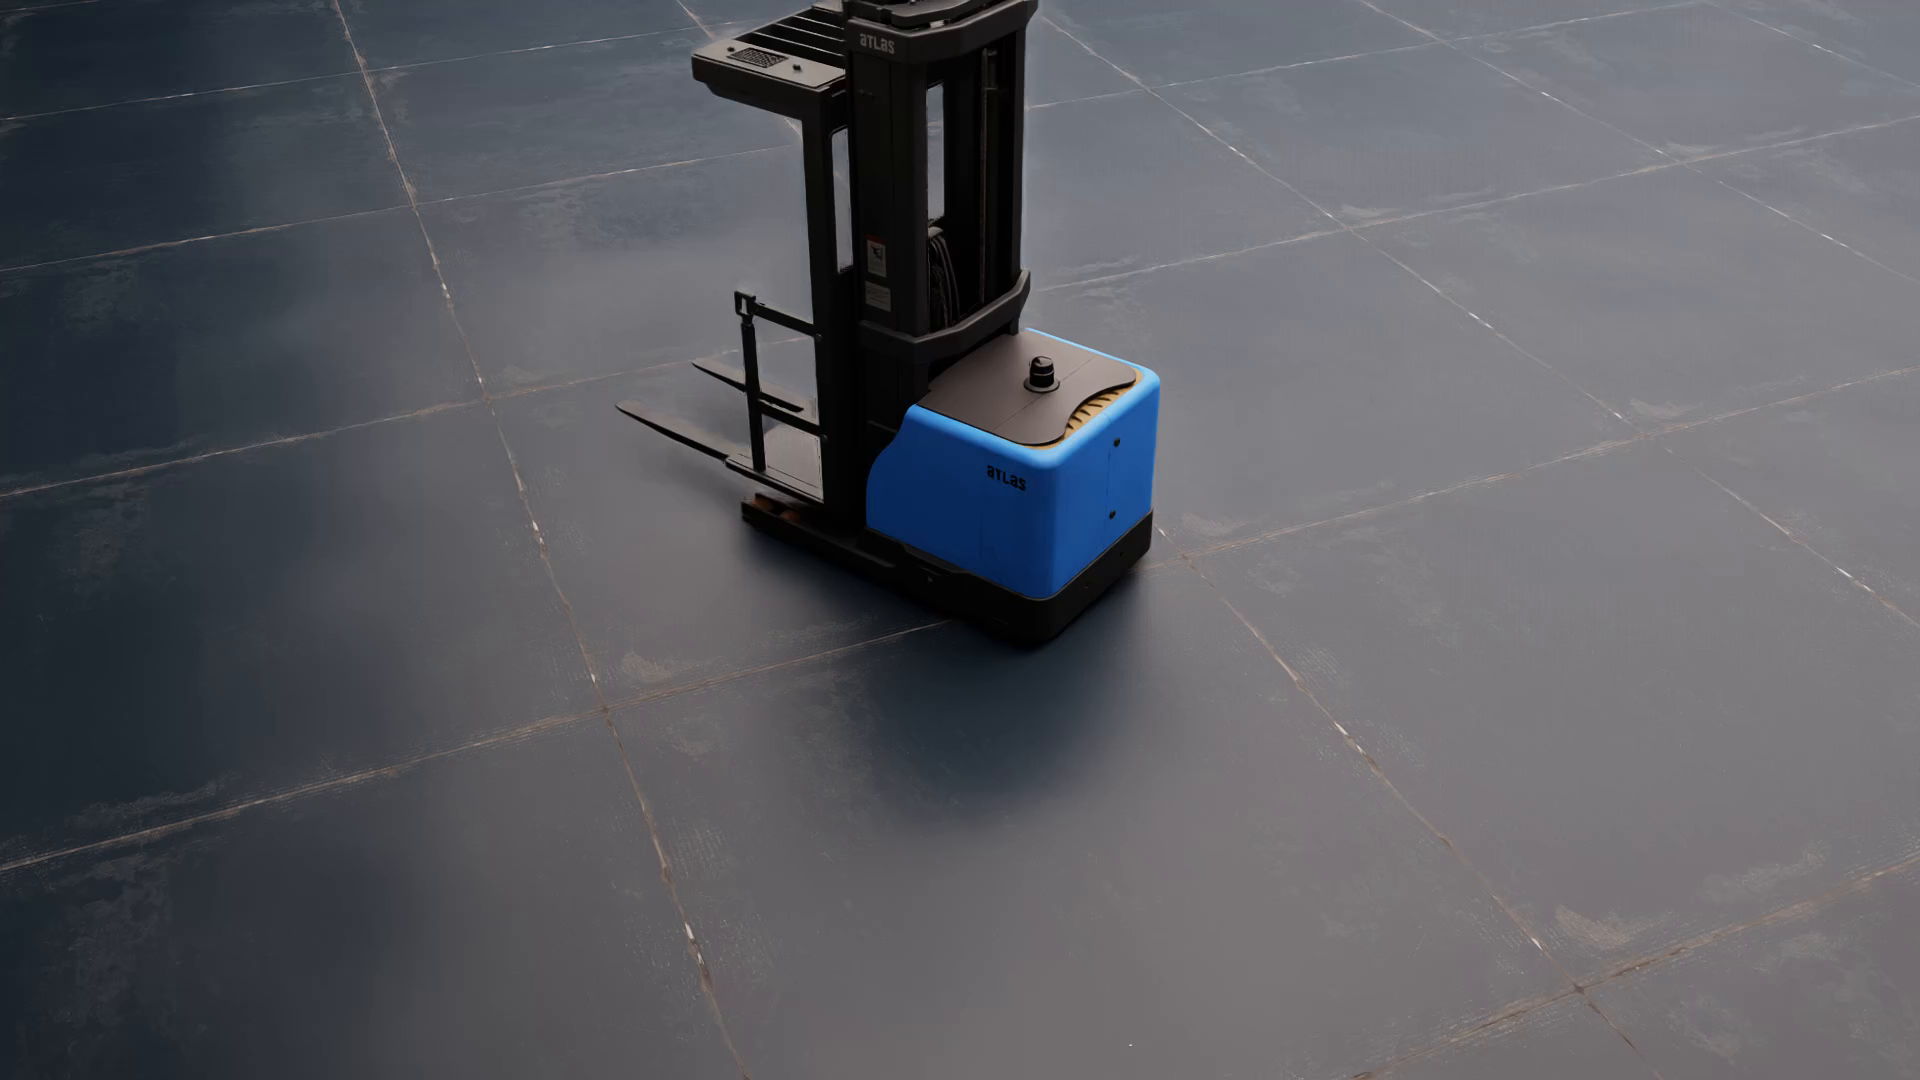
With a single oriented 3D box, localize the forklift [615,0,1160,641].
[{"bbox_3d":[-0.519,-1.403,8.072,3.031,2.935,1.130,23,42,29],"label":"forklift"}]
